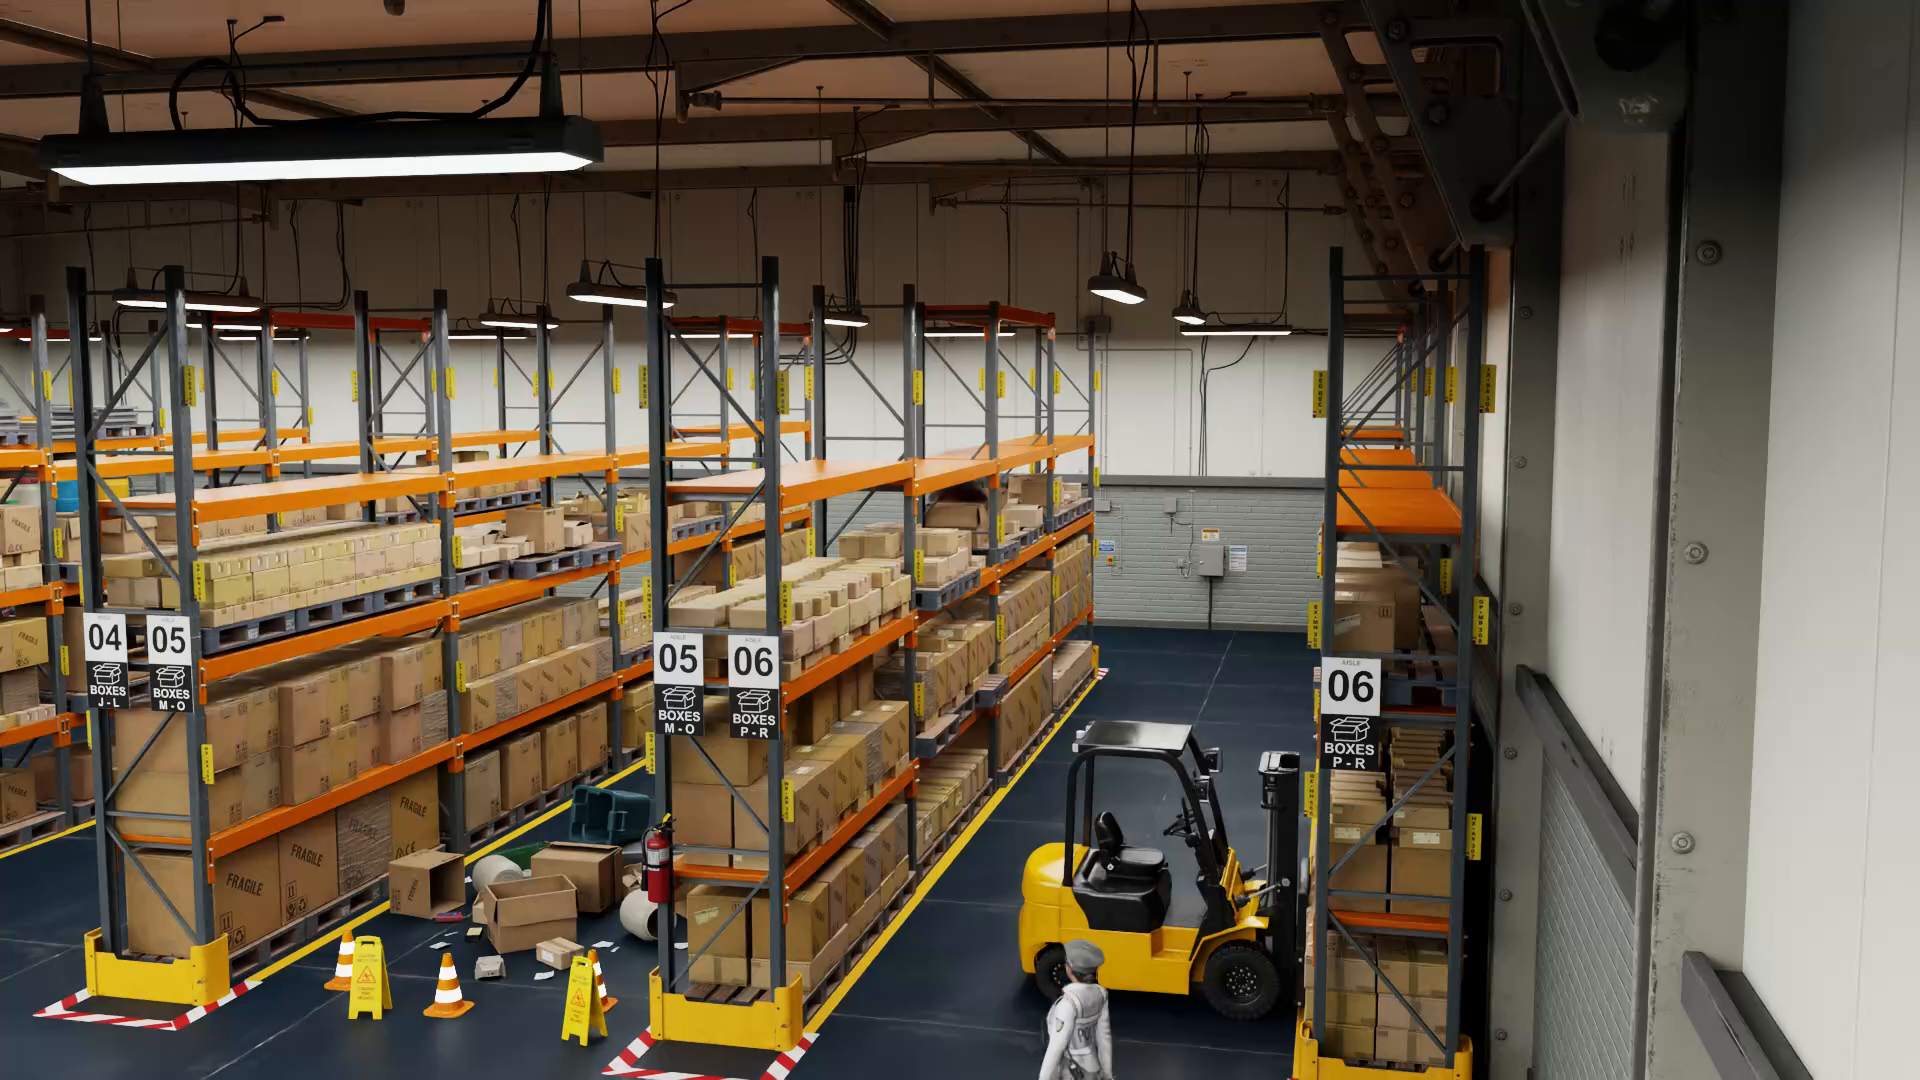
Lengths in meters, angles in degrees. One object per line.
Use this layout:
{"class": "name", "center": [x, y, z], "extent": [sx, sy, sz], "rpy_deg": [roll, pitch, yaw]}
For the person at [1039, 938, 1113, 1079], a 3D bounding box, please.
{"class": "person", "center": [0.746, 3.297, 10.345], "extent": [0.956, 1.652, 0.428], "rpy_deg": [0, 6, -2]}
